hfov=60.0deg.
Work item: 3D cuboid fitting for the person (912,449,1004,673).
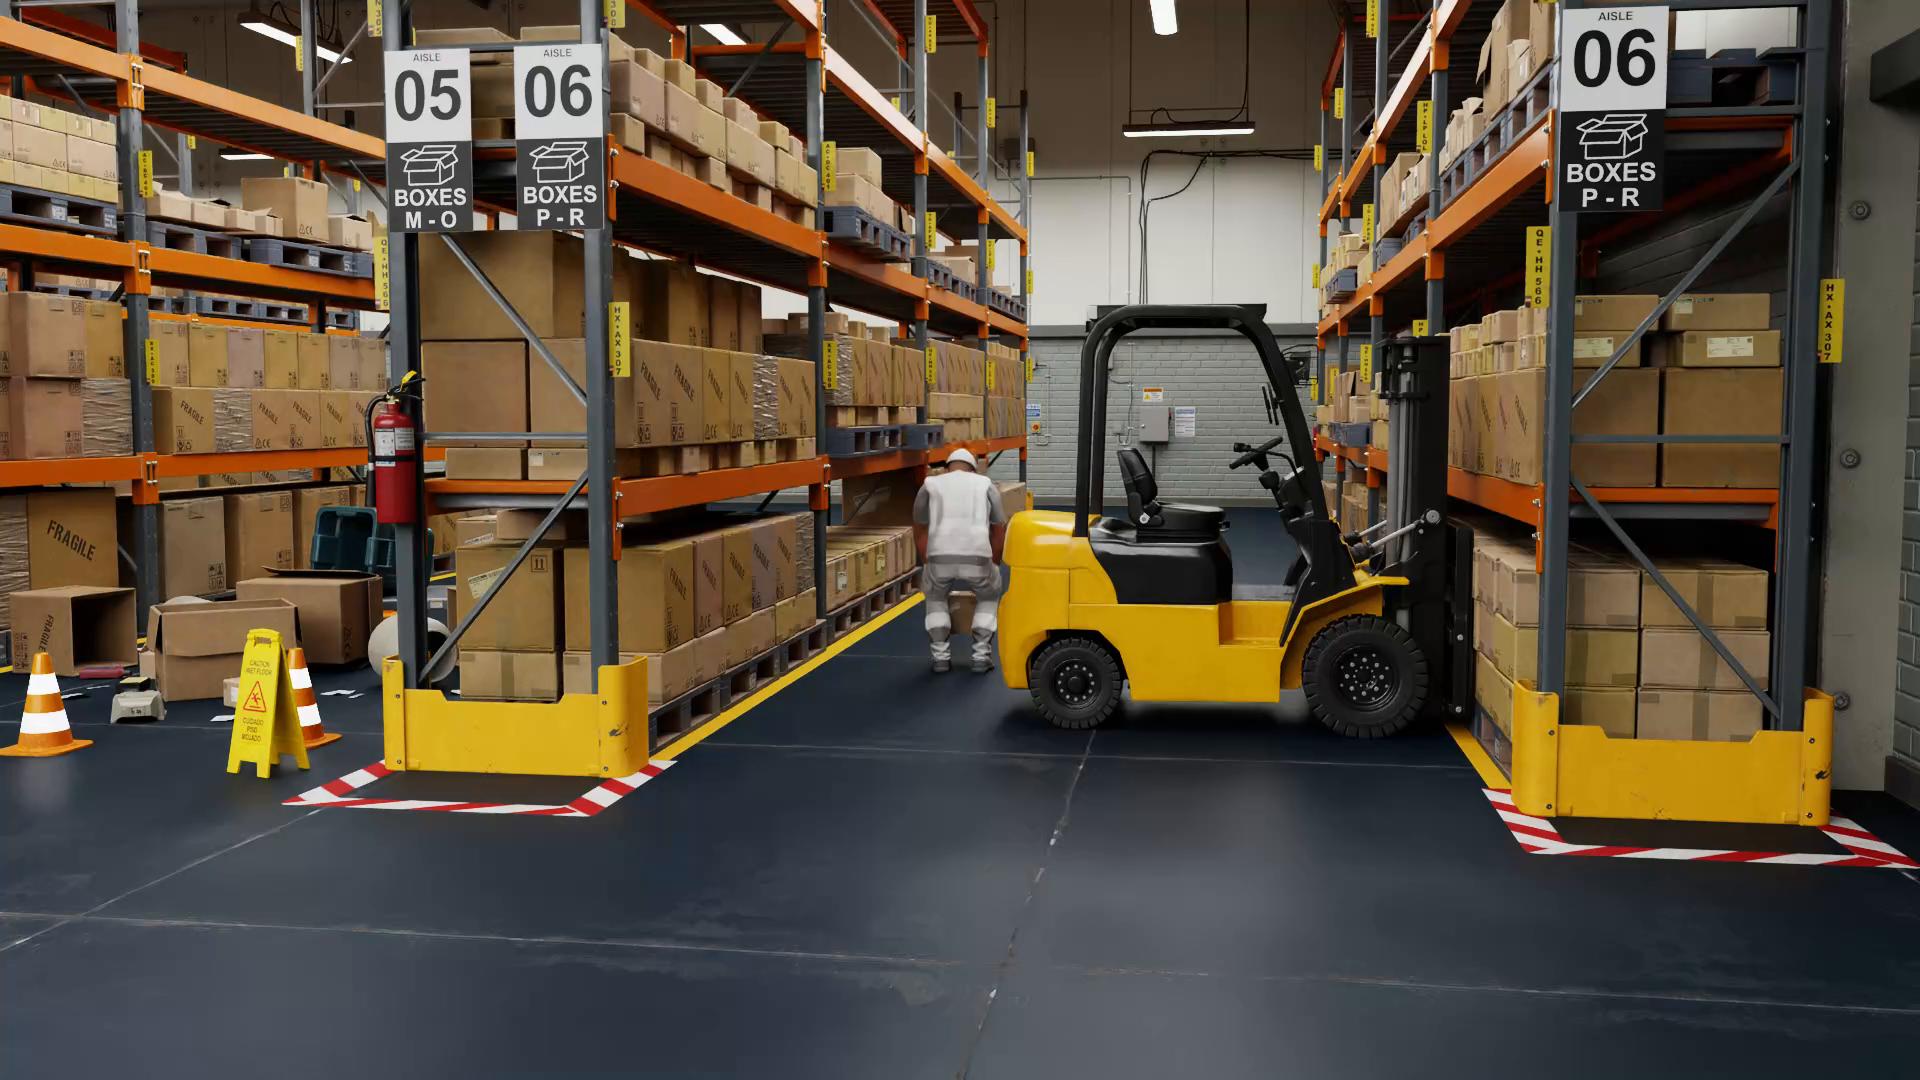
[{"bbox_3d":[-0.022,0.122,10.487,0.585,1.384,0.780,1,4,7],"label":"person"}]
